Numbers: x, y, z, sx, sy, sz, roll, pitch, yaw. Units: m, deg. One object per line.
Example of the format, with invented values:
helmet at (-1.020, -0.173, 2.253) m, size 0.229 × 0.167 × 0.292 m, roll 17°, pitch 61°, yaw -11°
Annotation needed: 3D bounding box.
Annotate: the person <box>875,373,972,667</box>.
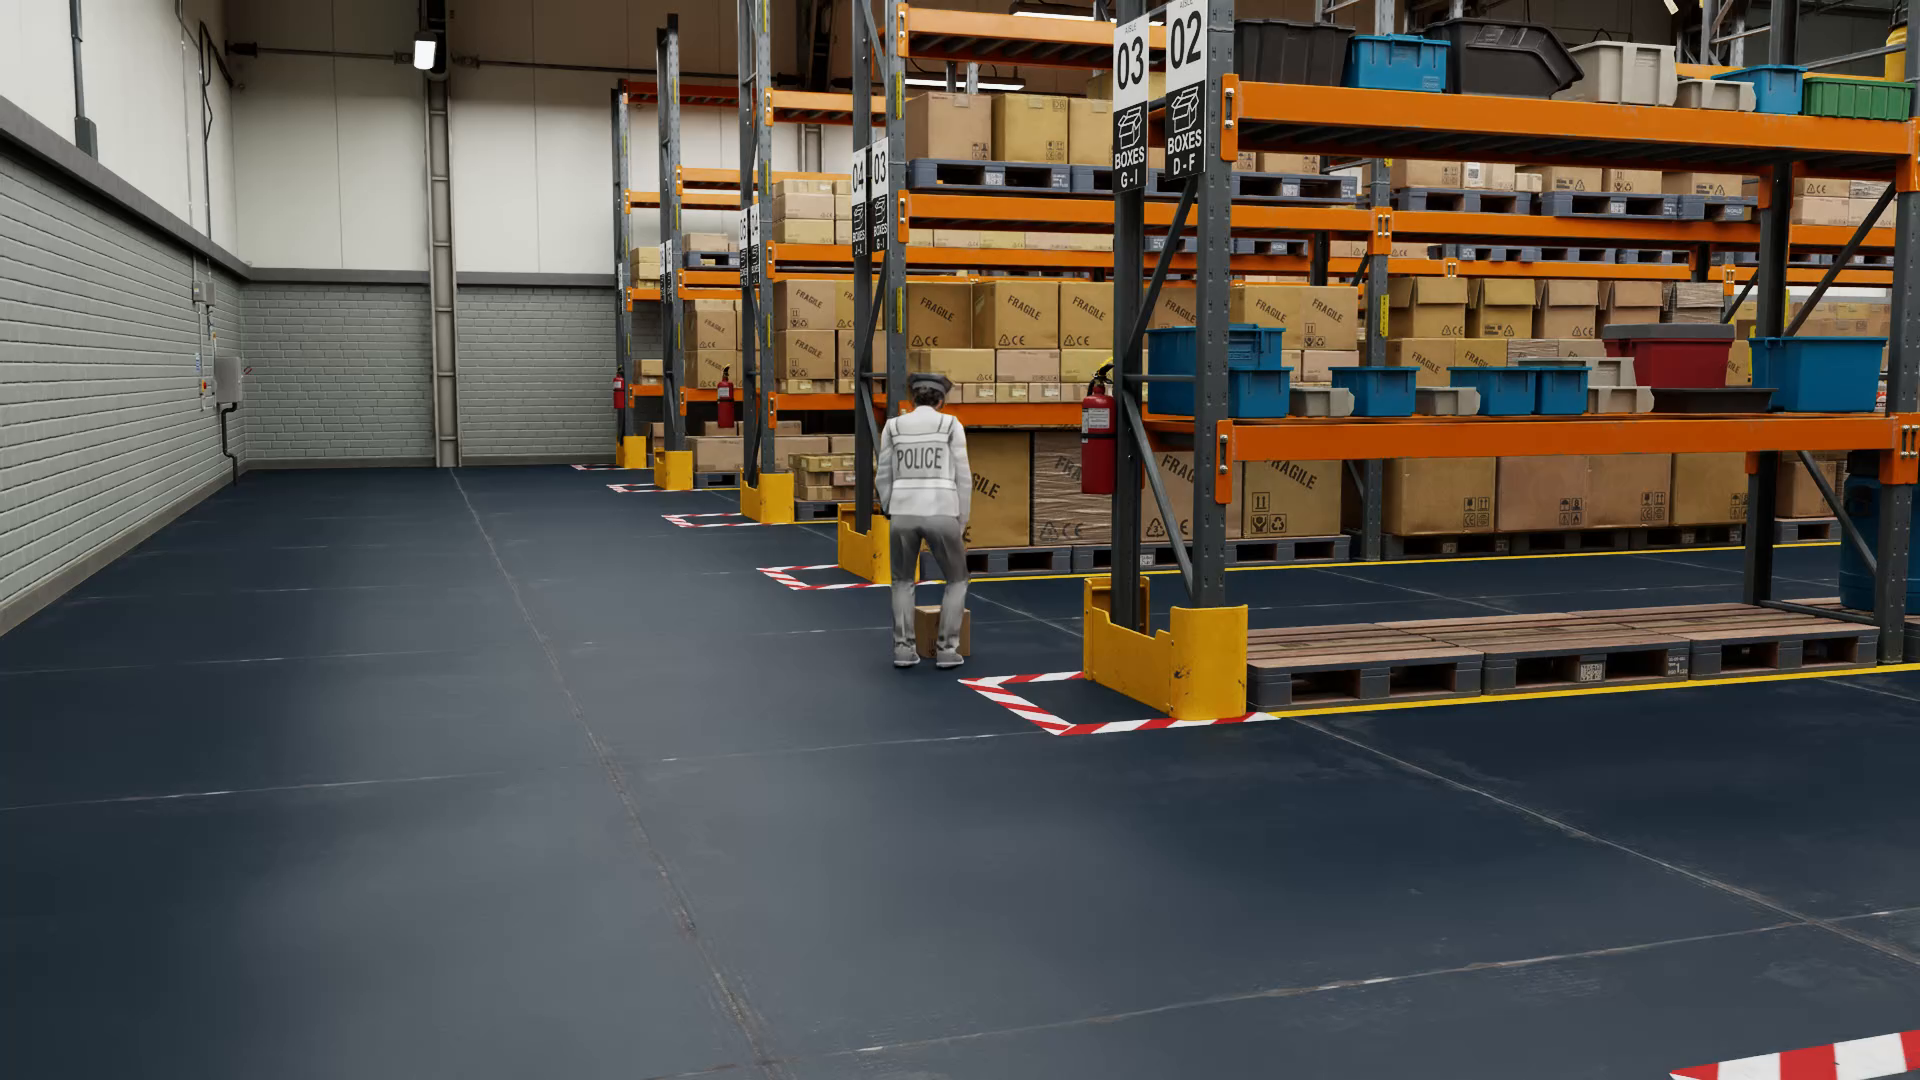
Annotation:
person at (-0.193, -0.103, 8.735) m, size 0.523 × 1.542 × 0.570 m, roll 1°, pitch 6°, yaw 13°
